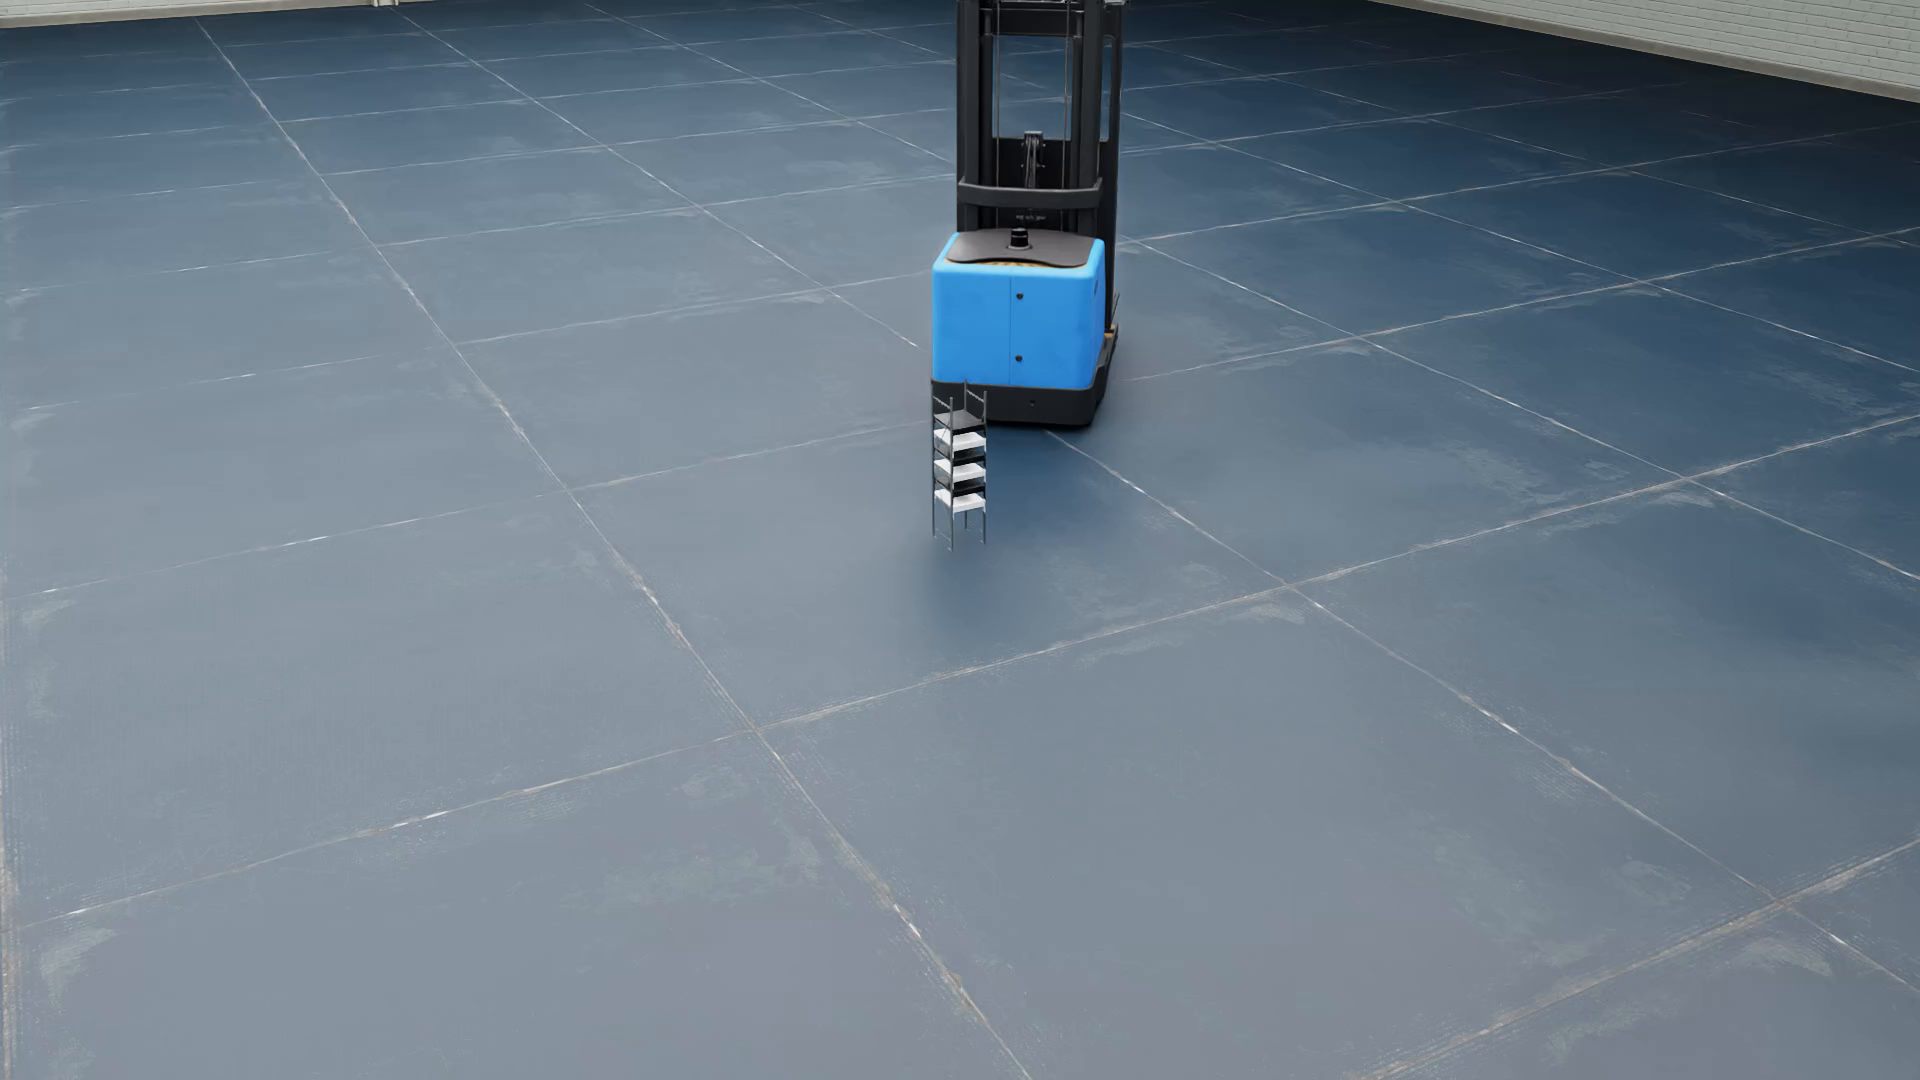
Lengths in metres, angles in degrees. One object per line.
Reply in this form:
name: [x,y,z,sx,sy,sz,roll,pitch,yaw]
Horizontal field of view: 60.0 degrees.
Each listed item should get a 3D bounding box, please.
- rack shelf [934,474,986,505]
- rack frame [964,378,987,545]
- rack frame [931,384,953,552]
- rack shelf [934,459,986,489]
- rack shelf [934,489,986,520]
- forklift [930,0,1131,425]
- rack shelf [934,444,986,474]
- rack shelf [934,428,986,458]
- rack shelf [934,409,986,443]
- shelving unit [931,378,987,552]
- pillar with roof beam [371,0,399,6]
rack shelf: [-0.007,-0.293,9.105,0.200,0.077,0.258,-13,29,-25]
rack frame: [0.083,-0.425,9.095,0.006,0.900,0.240,-13,29,-25]
rack frame: [-0.097,-0.383,9.009,0.006,0.900,0.240,-13,29,-25]
rack shelf: [-0.007,-0.374,9.066,0.200,0.077,0.258,-13,29,-25]
rack shelf: [-0.007,-0.212,9.144,0.200,0.077,0.258,-13,29,-25]
forklift: [0.559,-2.665,11.415,1.130,2.935,3.031,4,26,8]
rack shelf: [-0.007,-0.455,9.027,0.200,0.077,0.258,-13,29,-25]
rack shelf: [-0.007,-0.536,8.988,0.200,0.077,0.258,-13,29,-25]
rack shelf: [-0.007,-0.617,8.949,0.200,0.077,0.258,-13,29,-25]
shelving unit: [-0.007,-0.404,9.052,0.210,0.900,0.258,-13,29,-25]
pillar with roof beam: [-7.691,-11.459,22.720,0.400,9.000,9.100,-13,29,-25]
